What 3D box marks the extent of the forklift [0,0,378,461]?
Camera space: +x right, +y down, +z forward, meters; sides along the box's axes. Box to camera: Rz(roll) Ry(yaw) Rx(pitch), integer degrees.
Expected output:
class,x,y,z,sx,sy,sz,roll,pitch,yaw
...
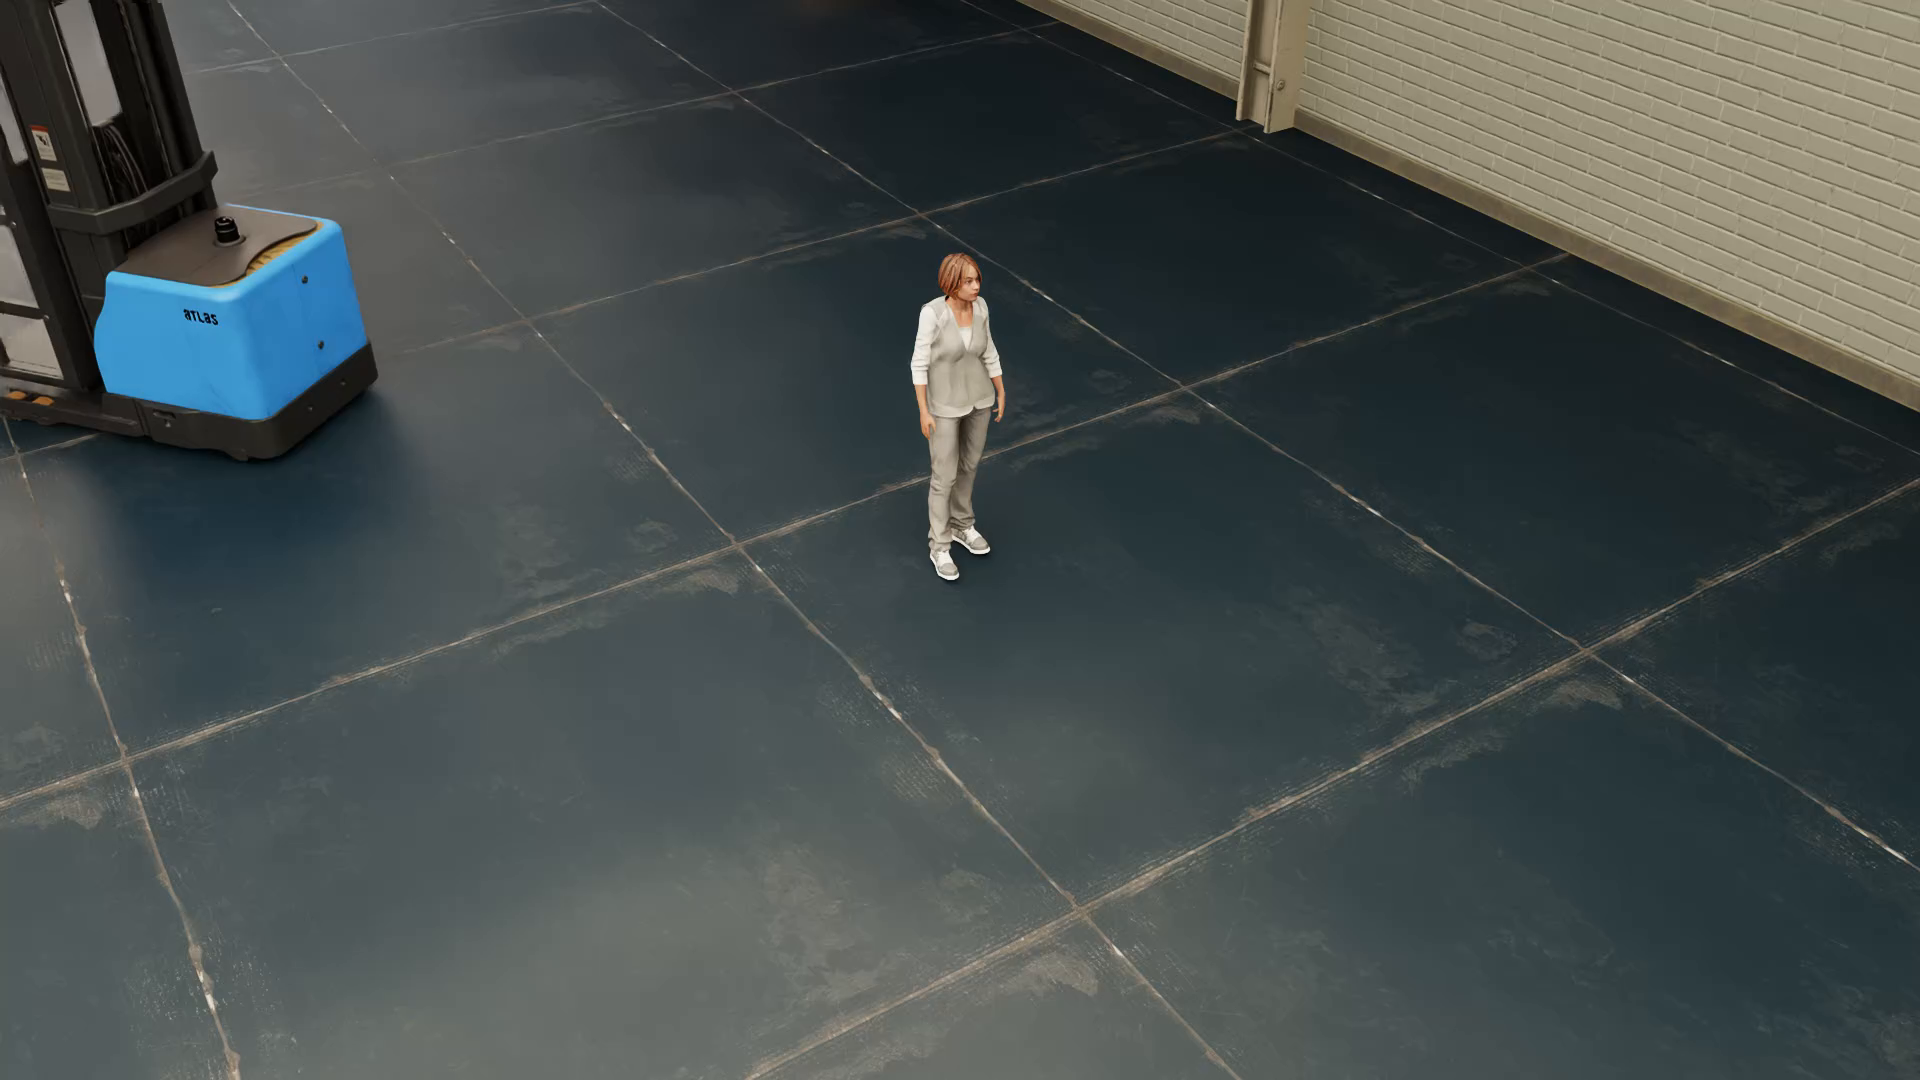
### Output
class,x,y,z,sx,sy,sz,roll,pitch,yaw
forklift,-5.059,-2.137,9.190,3.031,2.935,1.130,11,37,15

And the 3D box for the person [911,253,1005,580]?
class,x,y,z,sx,sy,sz,roll,pitch,yaw
person,0.028,-0.620,8.177,0.520,1.597,0.475,-21,40,-27
